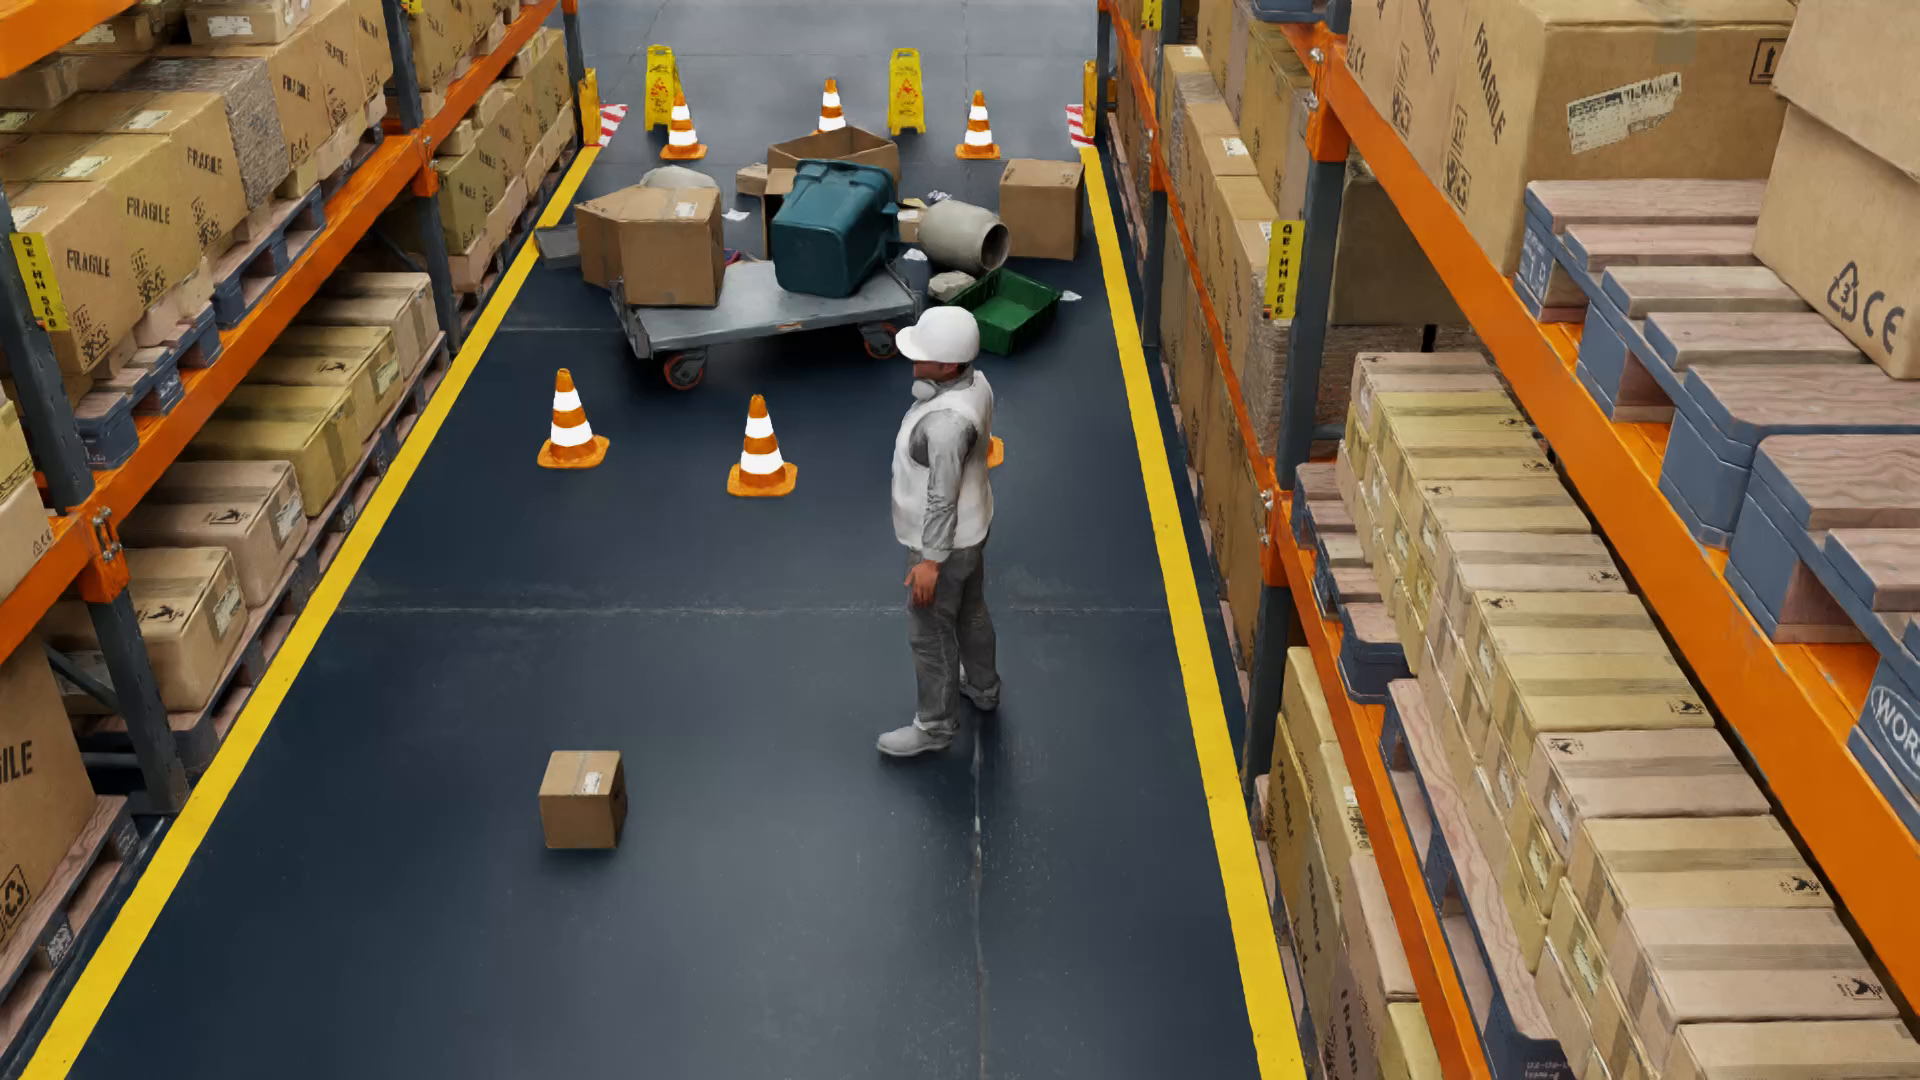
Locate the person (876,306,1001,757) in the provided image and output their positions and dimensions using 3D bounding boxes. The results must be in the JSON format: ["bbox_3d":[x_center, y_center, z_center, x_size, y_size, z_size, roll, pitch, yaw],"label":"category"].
[{"bbox_3d":[-0.065,-0.051,6.143,0.412,1.773,0.642,6,32,10],"label":"person"}]
